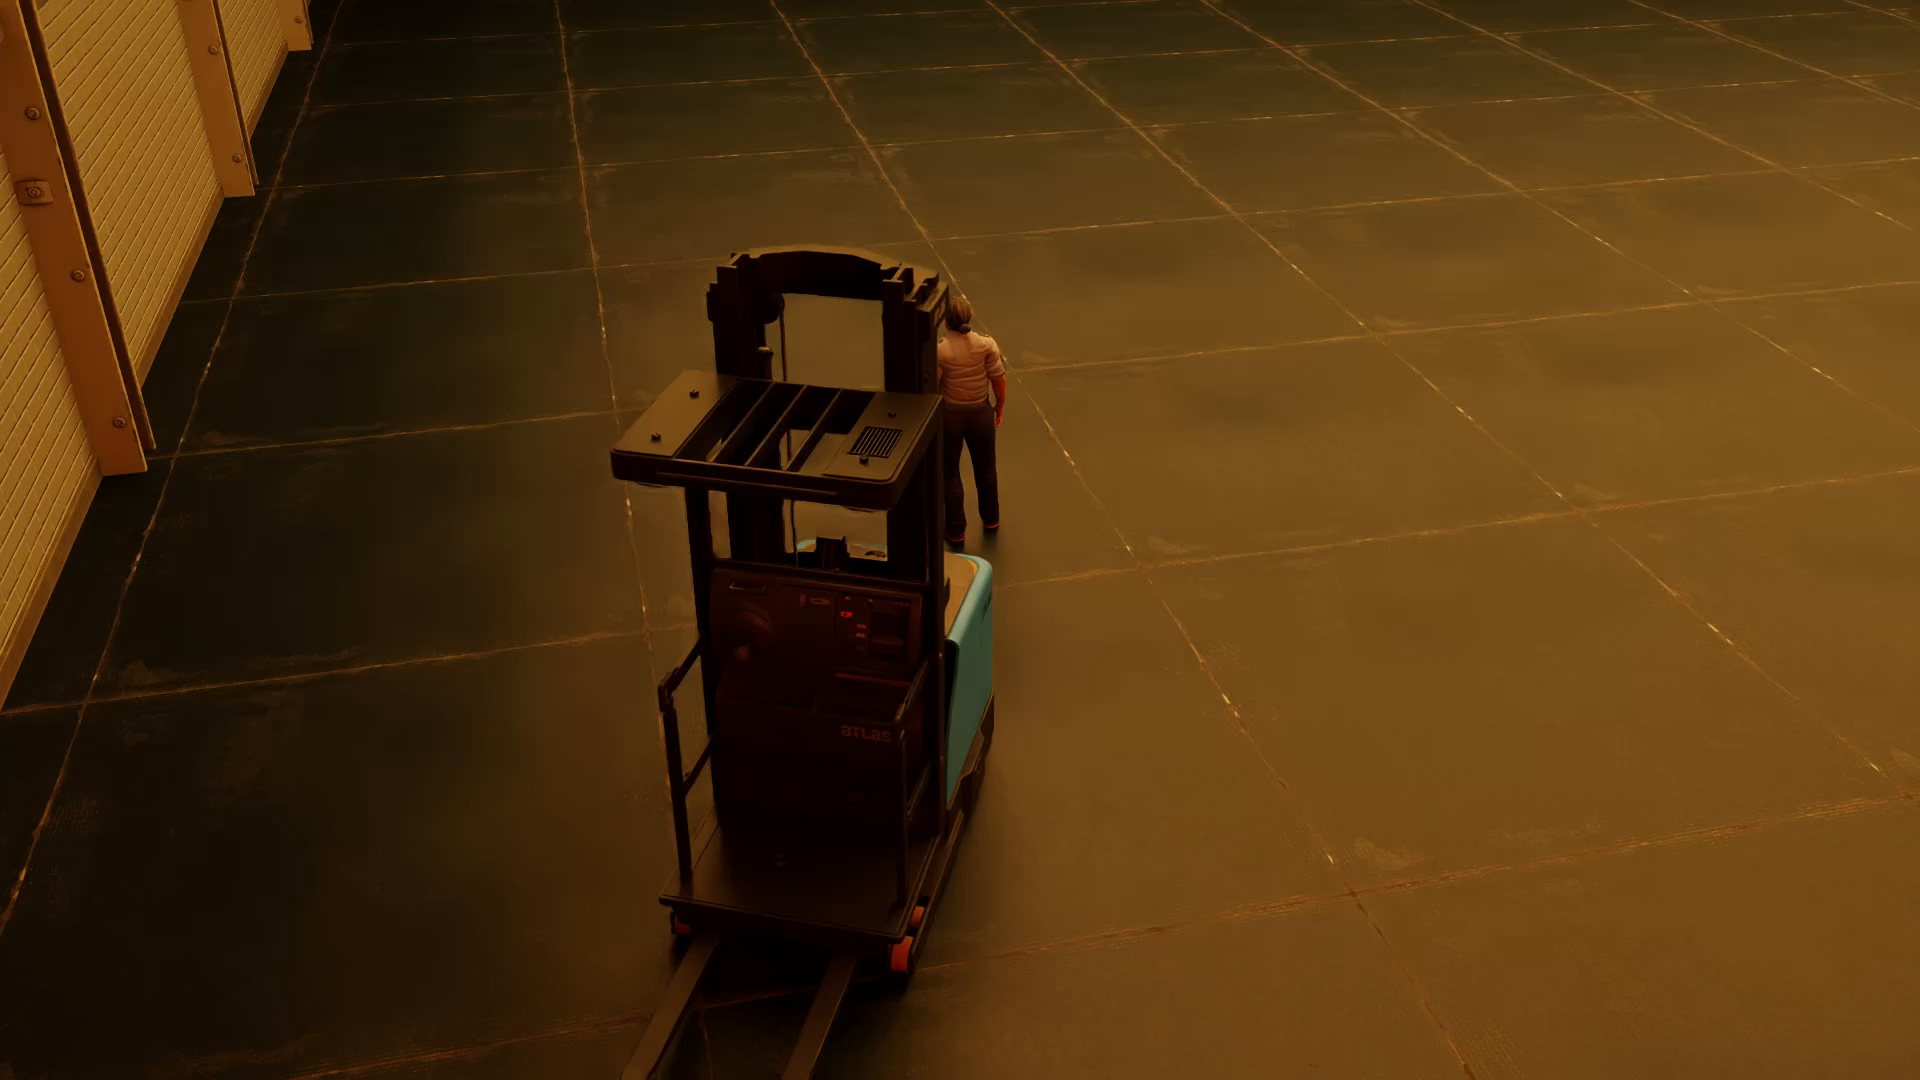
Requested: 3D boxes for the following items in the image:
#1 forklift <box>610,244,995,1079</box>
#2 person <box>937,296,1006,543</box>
[{"bbox_3d":[-0.663,0.406,6.873,1.130,2.935,3.031,7,31,12],"label":"forklift"},{"bbox_3d":[0.001,-0.765,10.163,0.599,1.650,0.503,-7,31,-12],"label":"person"}]
